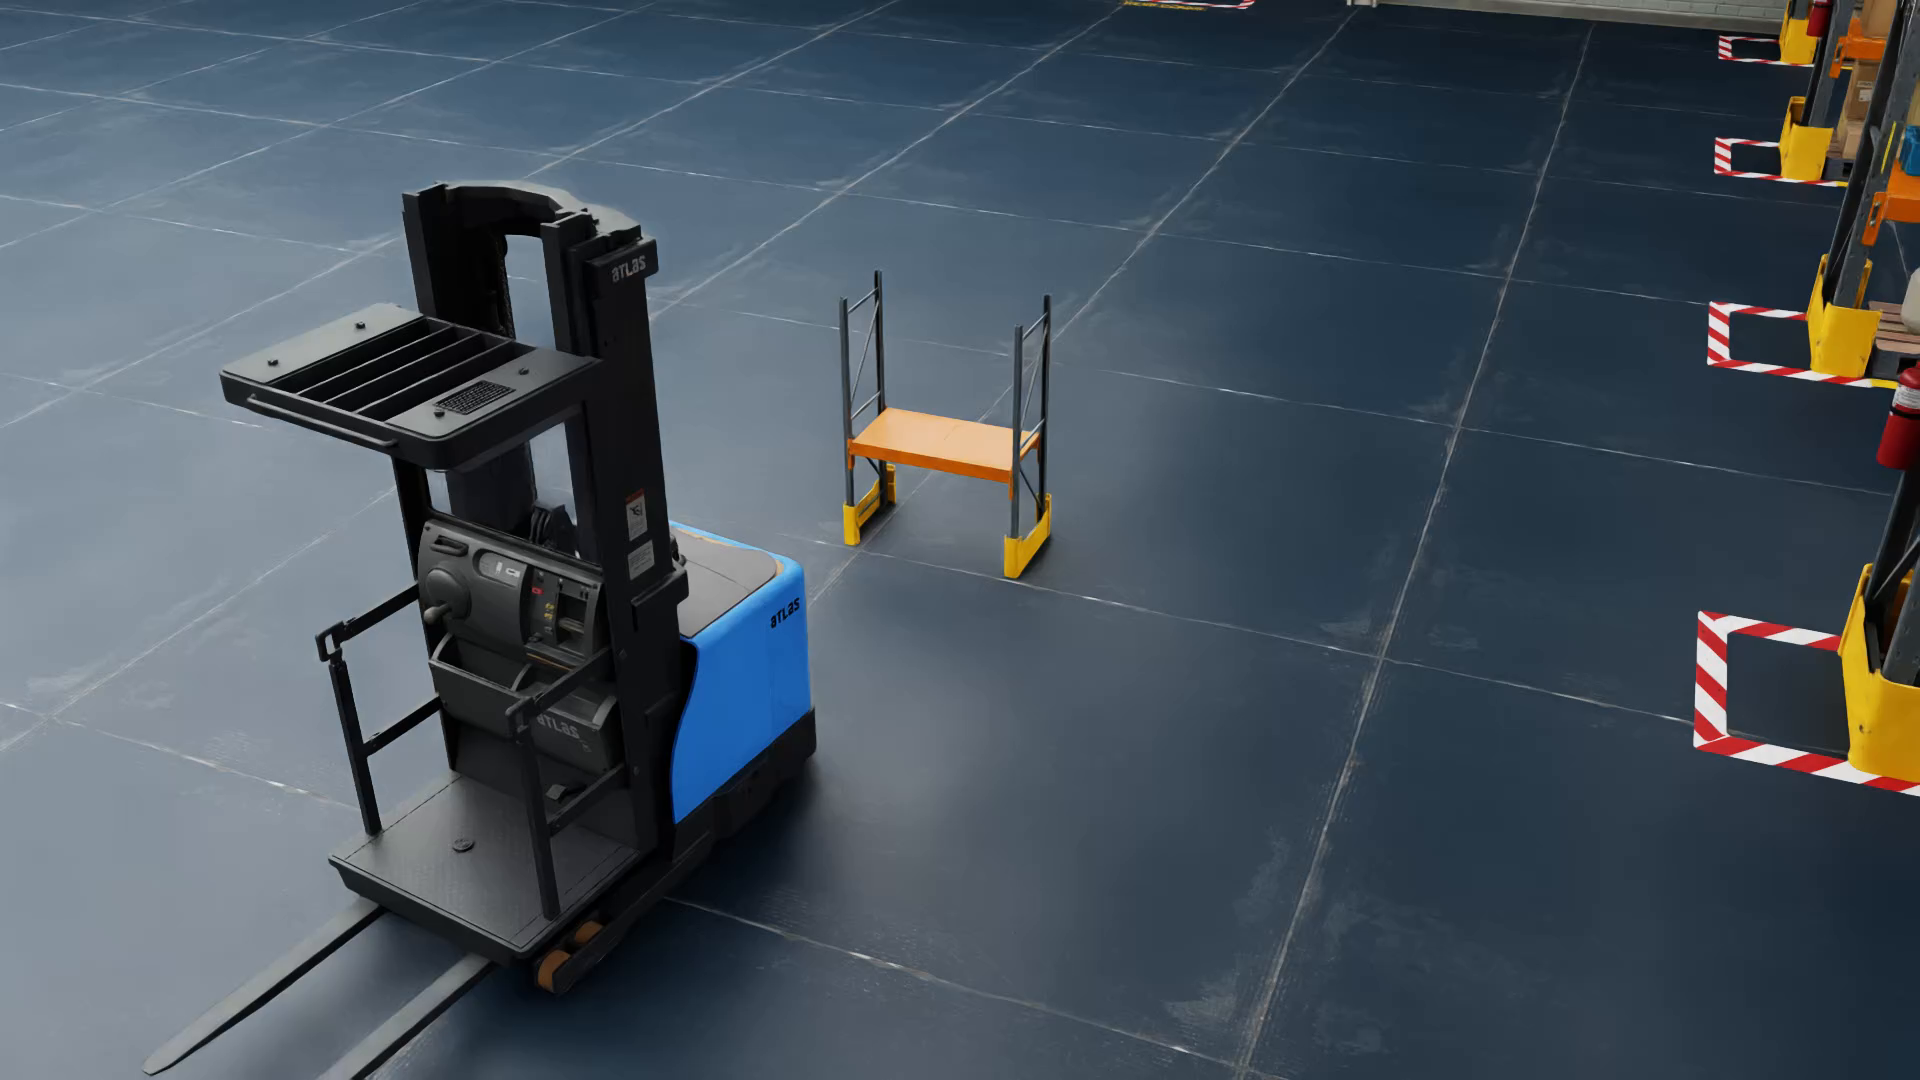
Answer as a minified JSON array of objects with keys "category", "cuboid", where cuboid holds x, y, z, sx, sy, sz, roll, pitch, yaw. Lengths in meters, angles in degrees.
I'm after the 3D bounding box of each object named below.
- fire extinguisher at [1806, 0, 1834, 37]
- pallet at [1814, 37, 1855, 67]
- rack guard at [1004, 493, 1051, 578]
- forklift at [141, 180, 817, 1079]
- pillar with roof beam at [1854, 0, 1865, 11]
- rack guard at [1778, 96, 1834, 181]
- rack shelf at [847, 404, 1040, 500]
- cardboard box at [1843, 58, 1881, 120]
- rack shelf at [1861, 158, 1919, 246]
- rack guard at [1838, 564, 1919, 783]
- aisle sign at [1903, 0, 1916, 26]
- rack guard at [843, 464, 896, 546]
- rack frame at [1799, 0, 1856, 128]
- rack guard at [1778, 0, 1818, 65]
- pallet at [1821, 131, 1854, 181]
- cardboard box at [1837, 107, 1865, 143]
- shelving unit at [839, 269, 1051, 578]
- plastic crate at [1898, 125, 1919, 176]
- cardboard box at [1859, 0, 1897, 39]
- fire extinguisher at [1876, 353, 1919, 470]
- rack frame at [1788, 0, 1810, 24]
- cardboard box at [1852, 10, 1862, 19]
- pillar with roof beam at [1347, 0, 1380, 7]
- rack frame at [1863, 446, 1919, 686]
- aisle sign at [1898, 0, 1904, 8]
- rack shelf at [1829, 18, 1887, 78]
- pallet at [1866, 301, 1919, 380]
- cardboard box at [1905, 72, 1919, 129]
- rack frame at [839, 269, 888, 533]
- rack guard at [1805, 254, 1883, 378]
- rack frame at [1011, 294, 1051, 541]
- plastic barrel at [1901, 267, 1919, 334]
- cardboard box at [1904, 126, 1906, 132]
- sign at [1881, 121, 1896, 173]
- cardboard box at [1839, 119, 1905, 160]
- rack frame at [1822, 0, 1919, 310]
[{"category":"fire extinguisher","cuboid":[8.297,-5.191,15.964,0.183,0.674,0.296,11,31,19]},{"category":"pallet","cuboid":[10.901,-5.856,19.895,1.213,0.211,1.003,11,31,19]},{"category":"rack guard","cuboid":[0.391,-0.031,9.550,0.087,0.250,0.587,11,31,19]},{"category":"forklift","cuboid":[-1.868,0.256,6.318,1.130,2.935,3.031,16,33,27]},{"category":"pillar with roof beam","cuboid":[9.446,-8.164,15.048,0.400,9.000,9.100,11,31,19]},{"category":"rack guard","cuboid":[8.210,-3.907,16.154,0.348,0.500,1.175,11,31,19]},{"category":"rack shelf","cuboid":[-0.079,-0.512,9.497,1.000,0.185,0.538,11,31,19]},{"category":"cardboard box","cuboid":[8.841,-4.339,15.985,0.500,0.500,0.500,11,31,19]},{"category":"rack shelf","cuboid":[8.219,-2.050,11.059,4.000,0.370,1.077,11,31,19]},{"category":"rack guard","cuboid":[4.574,0.628,8.131,0.348,0.500,1.175,11,31,19]},{"category":"aisle sign","cuboid":[6.189,-3.744,10.684,0.004,0.787,0.394,11,31,19]},{"category":"rack guard","cuboid":[-0.532,-0.215,9.876,0.087,0.250,0.587,11,31,19]},{"category":"rack frame","cuboid":[8.232,-4.991,15.531,0.127,3.000,1.000,11,31,19]},{"category":"rack guard","cuboid":[10.161,-6.148,20.119,0.348,0.500,1.175,11,31,19]},{"category":"pallet","cuboid":[8.956,-3.654,16.001,1.213,0.211,1.003,11,31,19]},{"category":"cardboard box","cuboid":[8.840,-4.012,16.167,0.500,0.250,0.500,11,31,19]},{"category":"shelving unit","cuboid":[-0.071,-0.667,9.406,1.083,1.500,0.587,11,31,19]},{"category":"plastic crate","cuboid":[6.942,-2.712,11.651,0.616,0.251,0.499,11,31,19]},{"category":"cardboard box","cuboid":[8.660,-4.942,15.344,0.500,0.500,0.700,11,31,19]},{"category":"fire extinguisher","cuboid":[4.571,-0.672,7.969,0.183,0.674,0.296,11,31,19]},{"category":"rack frame","cuboid":[10.091,-7.250,19.529,0.127,3.000,1.000,11,31,19]},{"category":"cardboard box","cuboid":[10.698,-6.102,19.783,0.500,0.311,0.500,8,30,13]},{"category":"pillar with roof beam","cuboid":[3.886,-9.274,17.012,0.400,9.000,9.100,11,31,19]},{"category":"rack frame","cuboid":[4.504,-0.475,7.541,0.127,3.000,1.000,11,31,19]},{"category":"aisle sign","cuboid":[6.411,-4.013,11.160,0.004,0.787,0.394,11,31,19]},{"category":"rack shelf","cuboid":[10.085,-4.308,15.054,4.000,0.370,1.077,11,31,19]},{"category":"pallet","cuboid":[7.205,-1.374,11.966,1.213,0.211,1.003,11,31,19]},{"category":"cardboard box","cuboid":[9.109,-4.011,15.403,0.500,0.500,0.500,11,31,19]},{"category":"rack frame","cuboid":[-0.550,-0.763,9.575,0.032,1.500,0.500,11,31,19]},{"category":"rack guard","cuboid":[6.454,-1.652,12.165,0.348,0.500,1.175,11,31,19]},{"category":"rack frame","cuboid":[0.392,-0.575,9.242,0.032,1.500,0.500,11,31,19]},{"category":"plastic barrel","cuboid":[7.005,-1.746,11.892,0.421,0.512,0.421,0,29,0]},{"category":"cardboard box","cuboid":[9.110,-3.685,15.589,0.500,0.250,0.500,11,31,19]},{"category":"sign","cuboid":[6.155,-2.603,11.026,0.005,0.325,0.100,11,31,19]},{"category":"cardboard box","cuboid":[8.645,-3.776,15.750,0.500,0.250,0.500,11,31,19]},{"category":"rack frame","cuboid":[6.366,-2.733,11.537,0.127,3.000,1.000,11,31,19]}]
